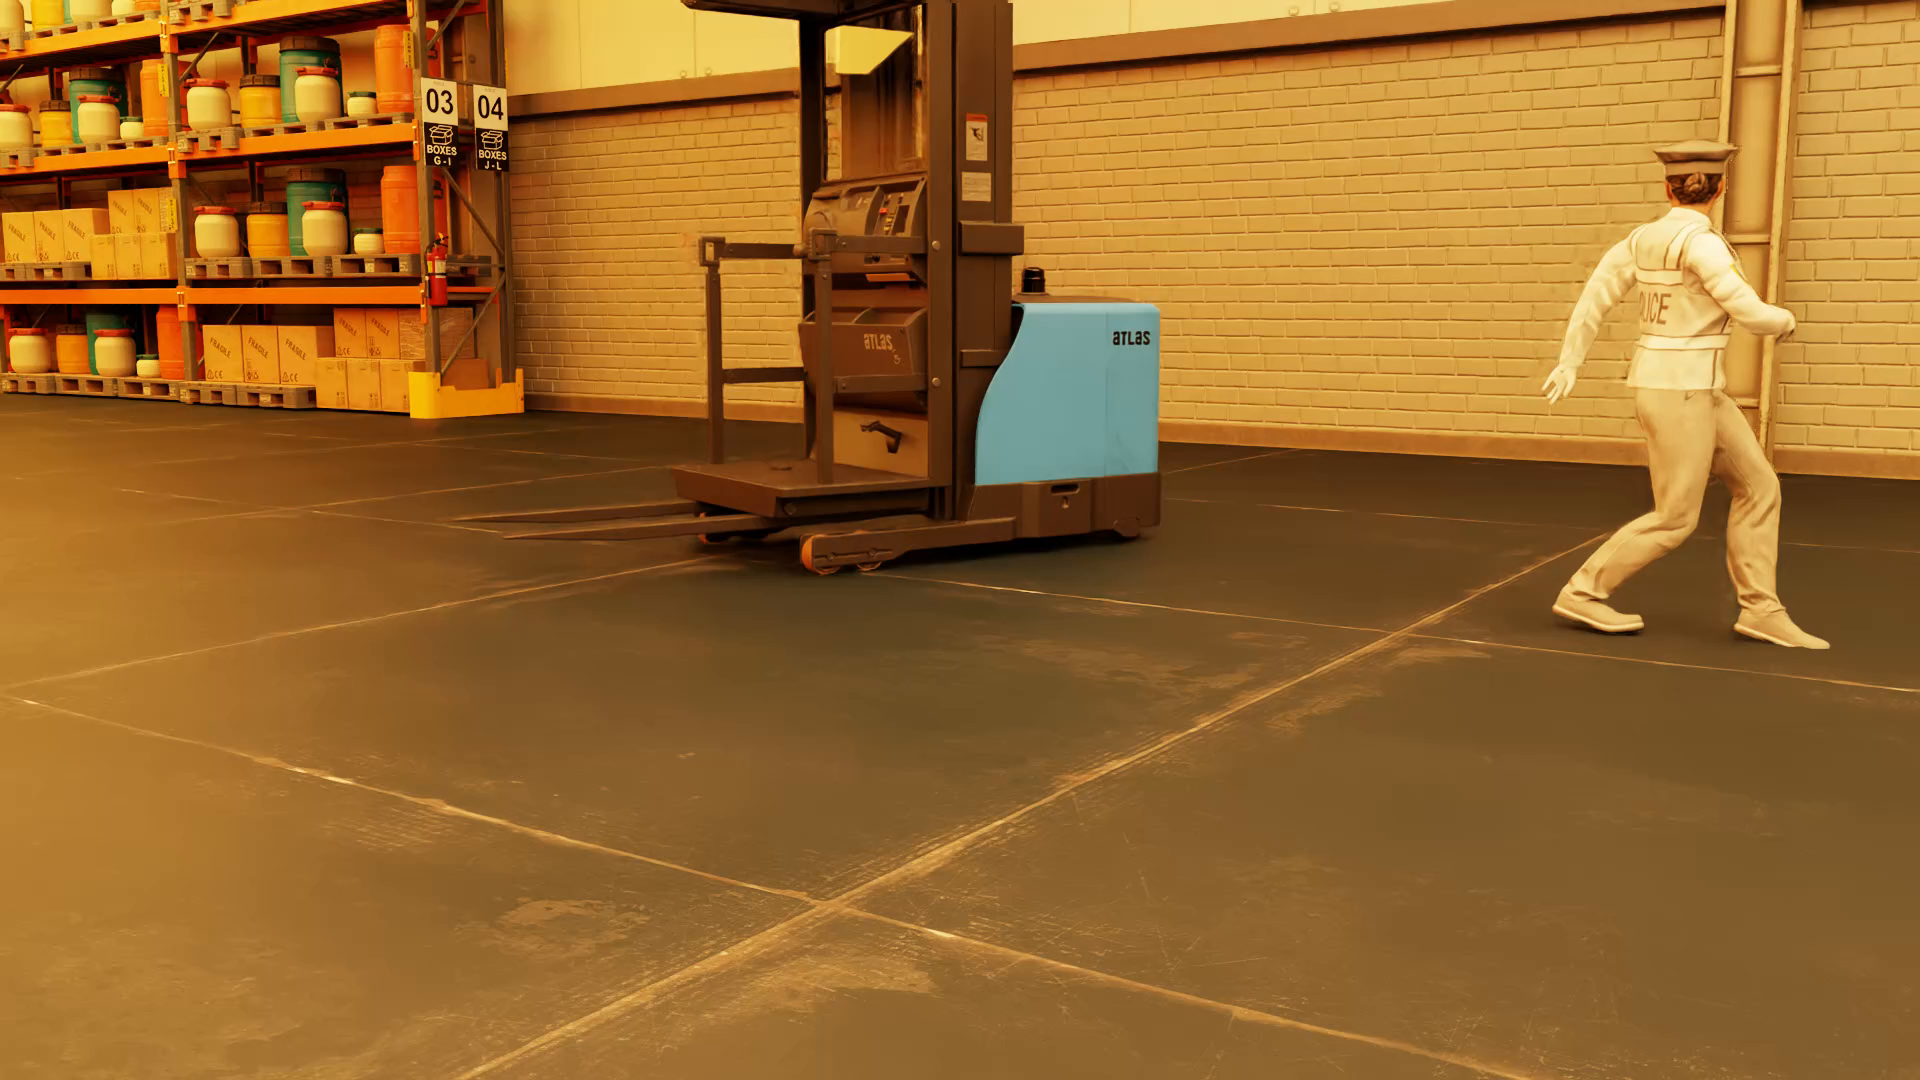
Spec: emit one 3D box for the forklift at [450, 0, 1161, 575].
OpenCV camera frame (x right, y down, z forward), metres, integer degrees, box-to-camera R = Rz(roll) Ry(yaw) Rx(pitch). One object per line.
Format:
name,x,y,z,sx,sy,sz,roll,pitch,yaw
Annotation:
forklift,-0.590,-1.396,7.006,3.031,2.935,1.130,-5,10,-33

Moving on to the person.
person,2.342,-0.459,5.338,0.897,1.611,0.506,3,9,19
